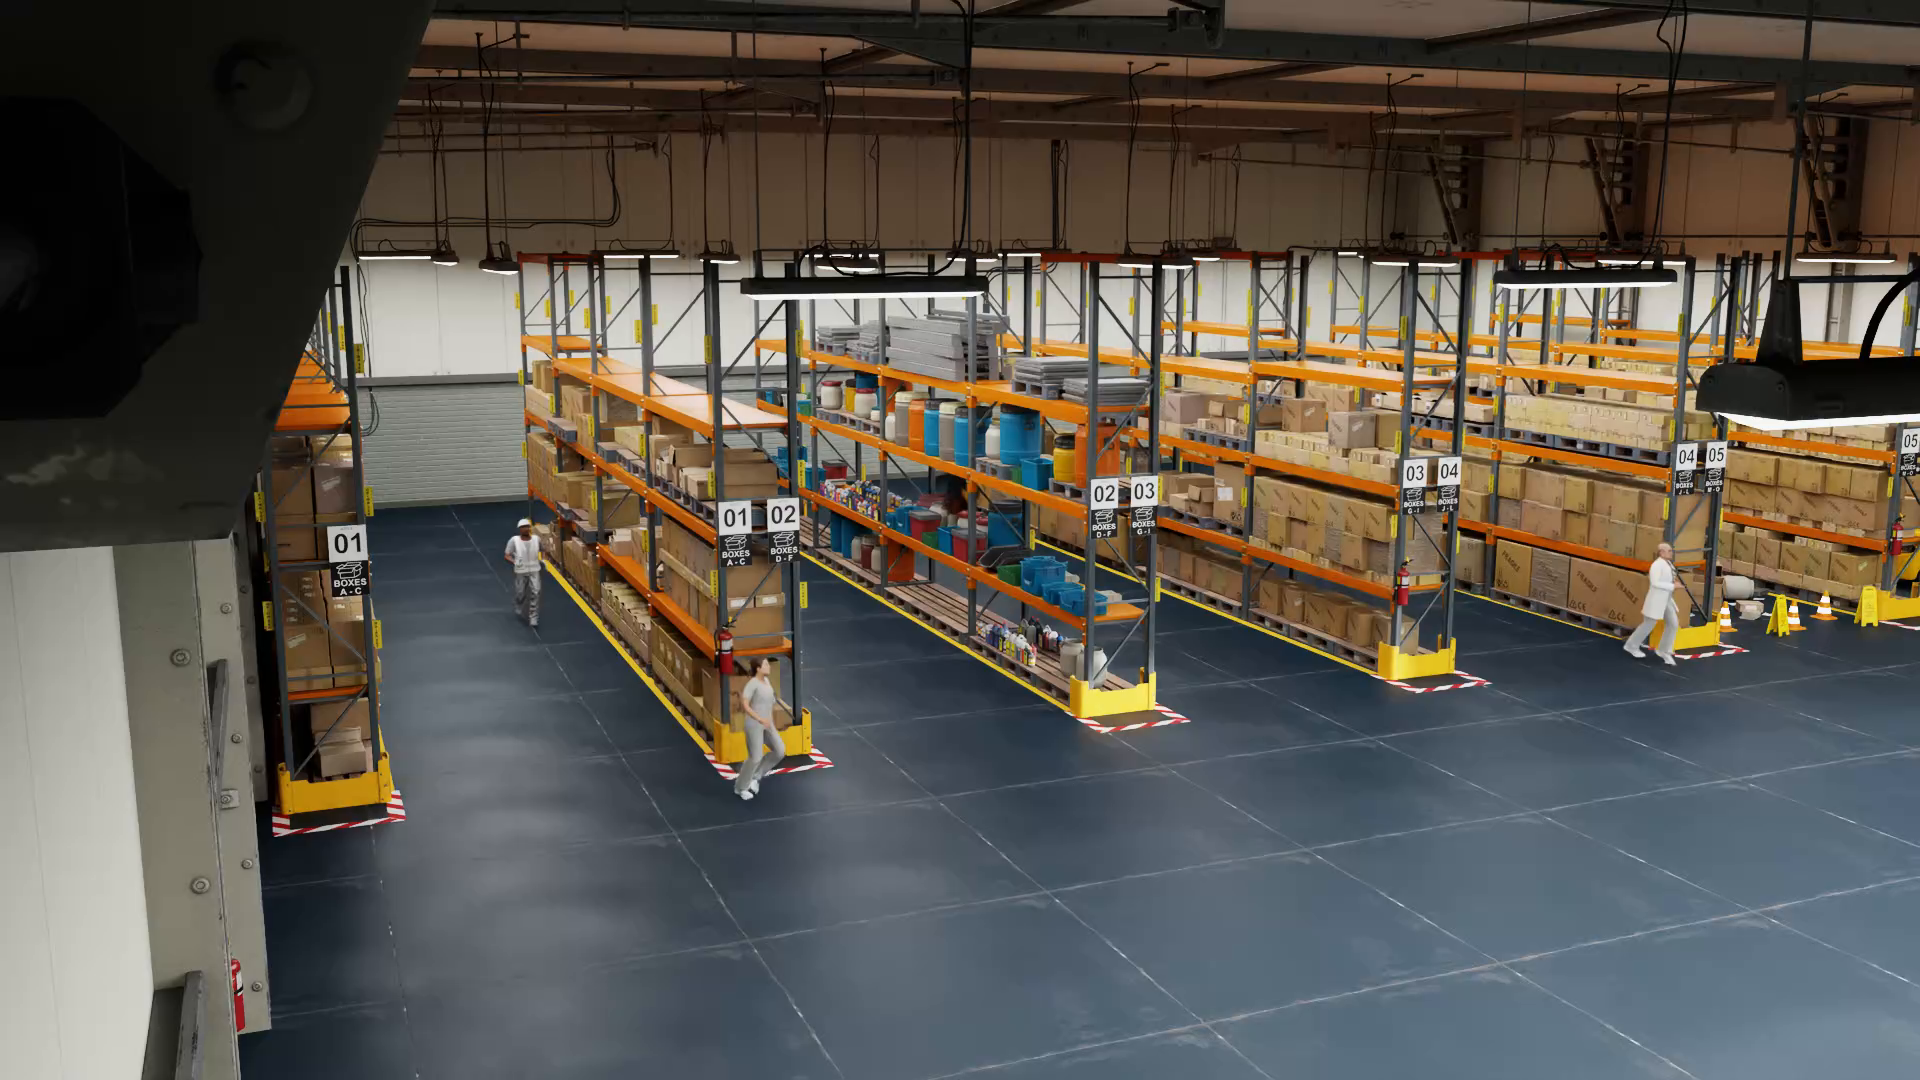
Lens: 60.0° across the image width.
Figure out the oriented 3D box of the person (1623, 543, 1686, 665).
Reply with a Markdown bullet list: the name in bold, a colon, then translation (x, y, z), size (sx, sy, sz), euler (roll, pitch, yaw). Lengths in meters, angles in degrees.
- **person**: translation (10.453, 0.956, 24.945), size (0.716, 1.858, 0.835), euler (-10, 14, -44)

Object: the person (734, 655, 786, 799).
- **person**: translation (-2.258, 2.112, 19.000), size (0.558, 1.618, 0.625), euler (5, 12, 26)

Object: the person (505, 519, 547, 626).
- **person**: translation (-7.123, 0.518, 27.373), size (0.692, 1.746, 0.789), euler (-5, 12, -26)

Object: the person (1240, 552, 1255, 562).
- **person**: translation (5.571, -0.248, 31.694), size (0.590, 1.660, 0.619), euler (-5, 11, -24)
